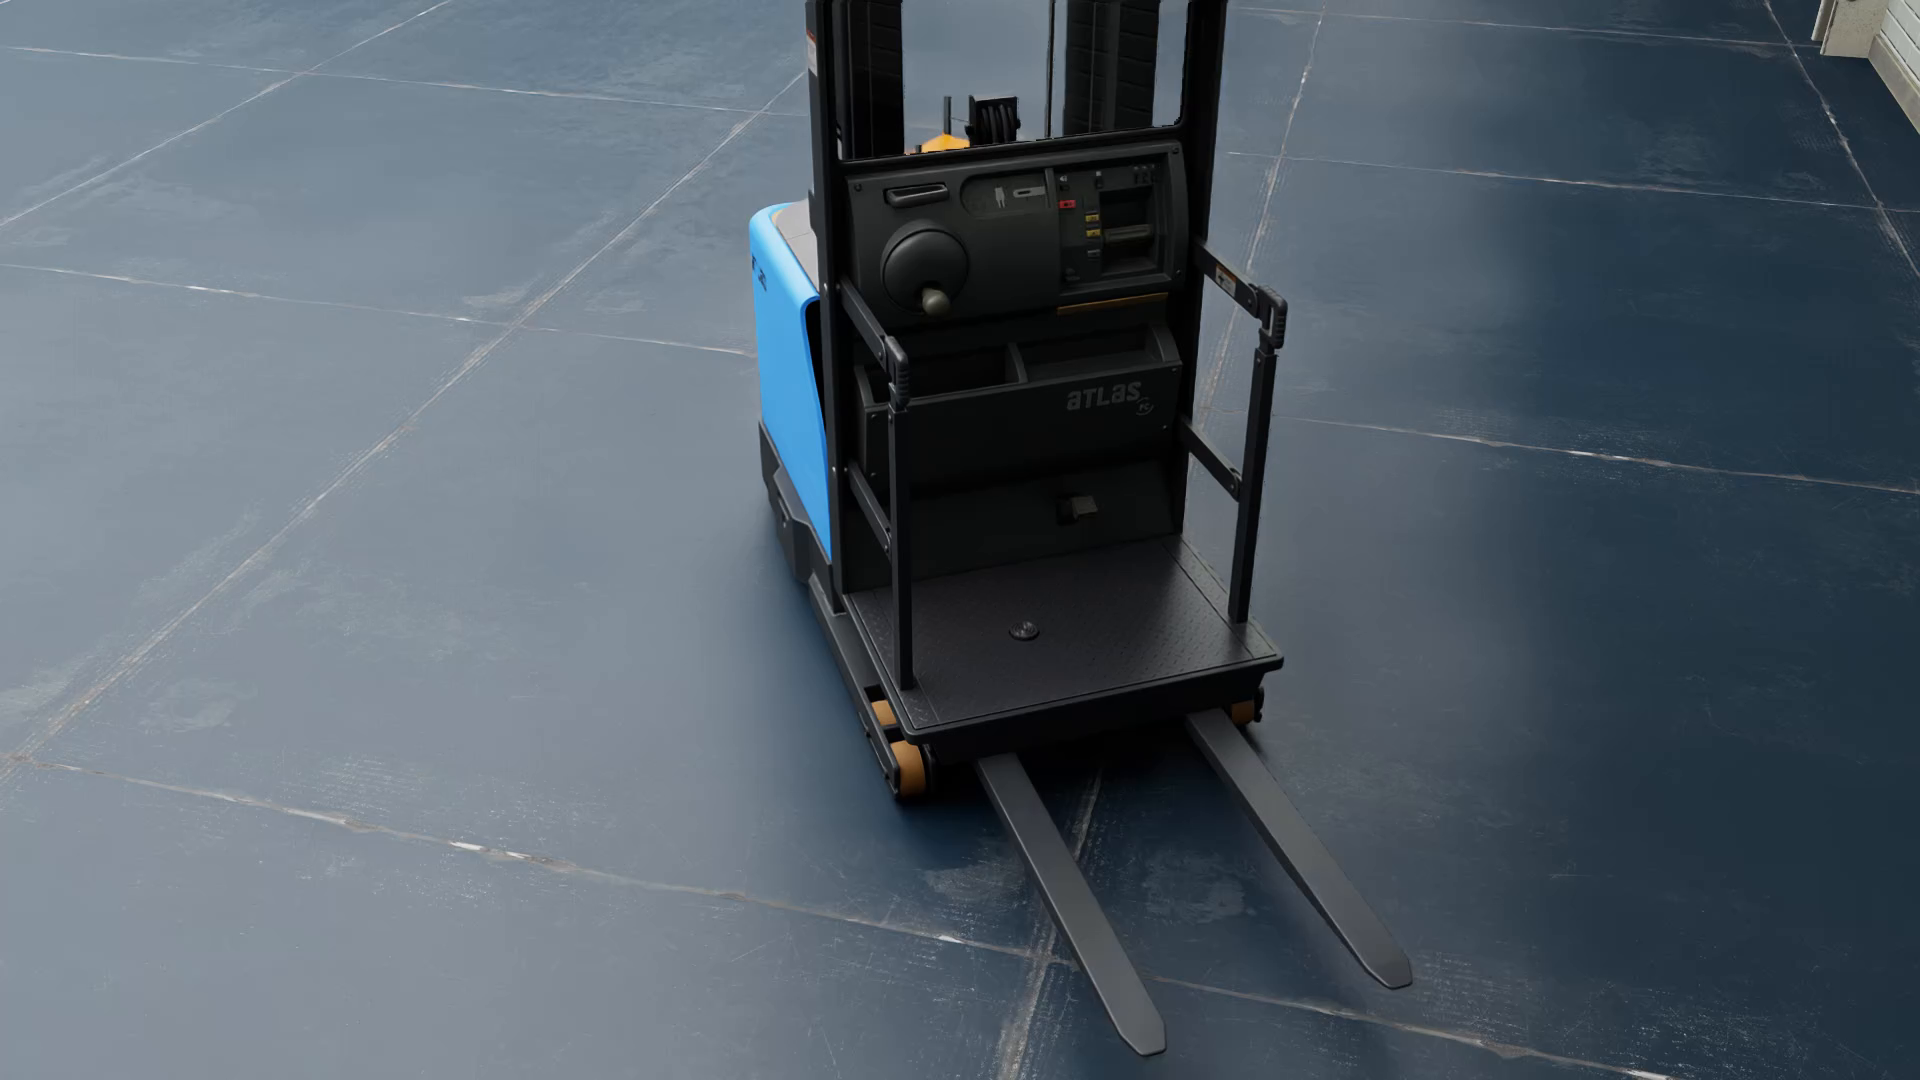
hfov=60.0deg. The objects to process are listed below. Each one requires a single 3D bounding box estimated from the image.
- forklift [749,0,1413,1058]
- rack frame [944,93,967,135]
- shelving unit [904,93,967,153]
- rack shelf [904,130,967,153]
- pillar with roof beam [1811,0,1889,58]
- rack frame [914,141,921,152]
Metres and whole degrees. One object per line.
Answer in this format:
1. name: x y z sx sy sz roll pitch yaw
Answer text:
1. forklift: 0.235 -0.763 4.217 1.130 2.935 3.031 -10 34 -15
2. rack frame: 0.043 -1.088 6.343 0.240 1.200 0.015 20 38 29
3. shelving unit: -0.095 -0.980 6.174 0.258 1.200 0.503 20 38 29
4. rack shelf: -0.095 -1.312 5.963 0.258 0.148 0.480 20 38 29
5. pillar with roof beam: 1.542 -7.567 9.265 9.100 9.000 0.400 8 33 12
6. rack frame: -0.234 -0.873 6.004 0.240 1.200 0.015 20 38 29
